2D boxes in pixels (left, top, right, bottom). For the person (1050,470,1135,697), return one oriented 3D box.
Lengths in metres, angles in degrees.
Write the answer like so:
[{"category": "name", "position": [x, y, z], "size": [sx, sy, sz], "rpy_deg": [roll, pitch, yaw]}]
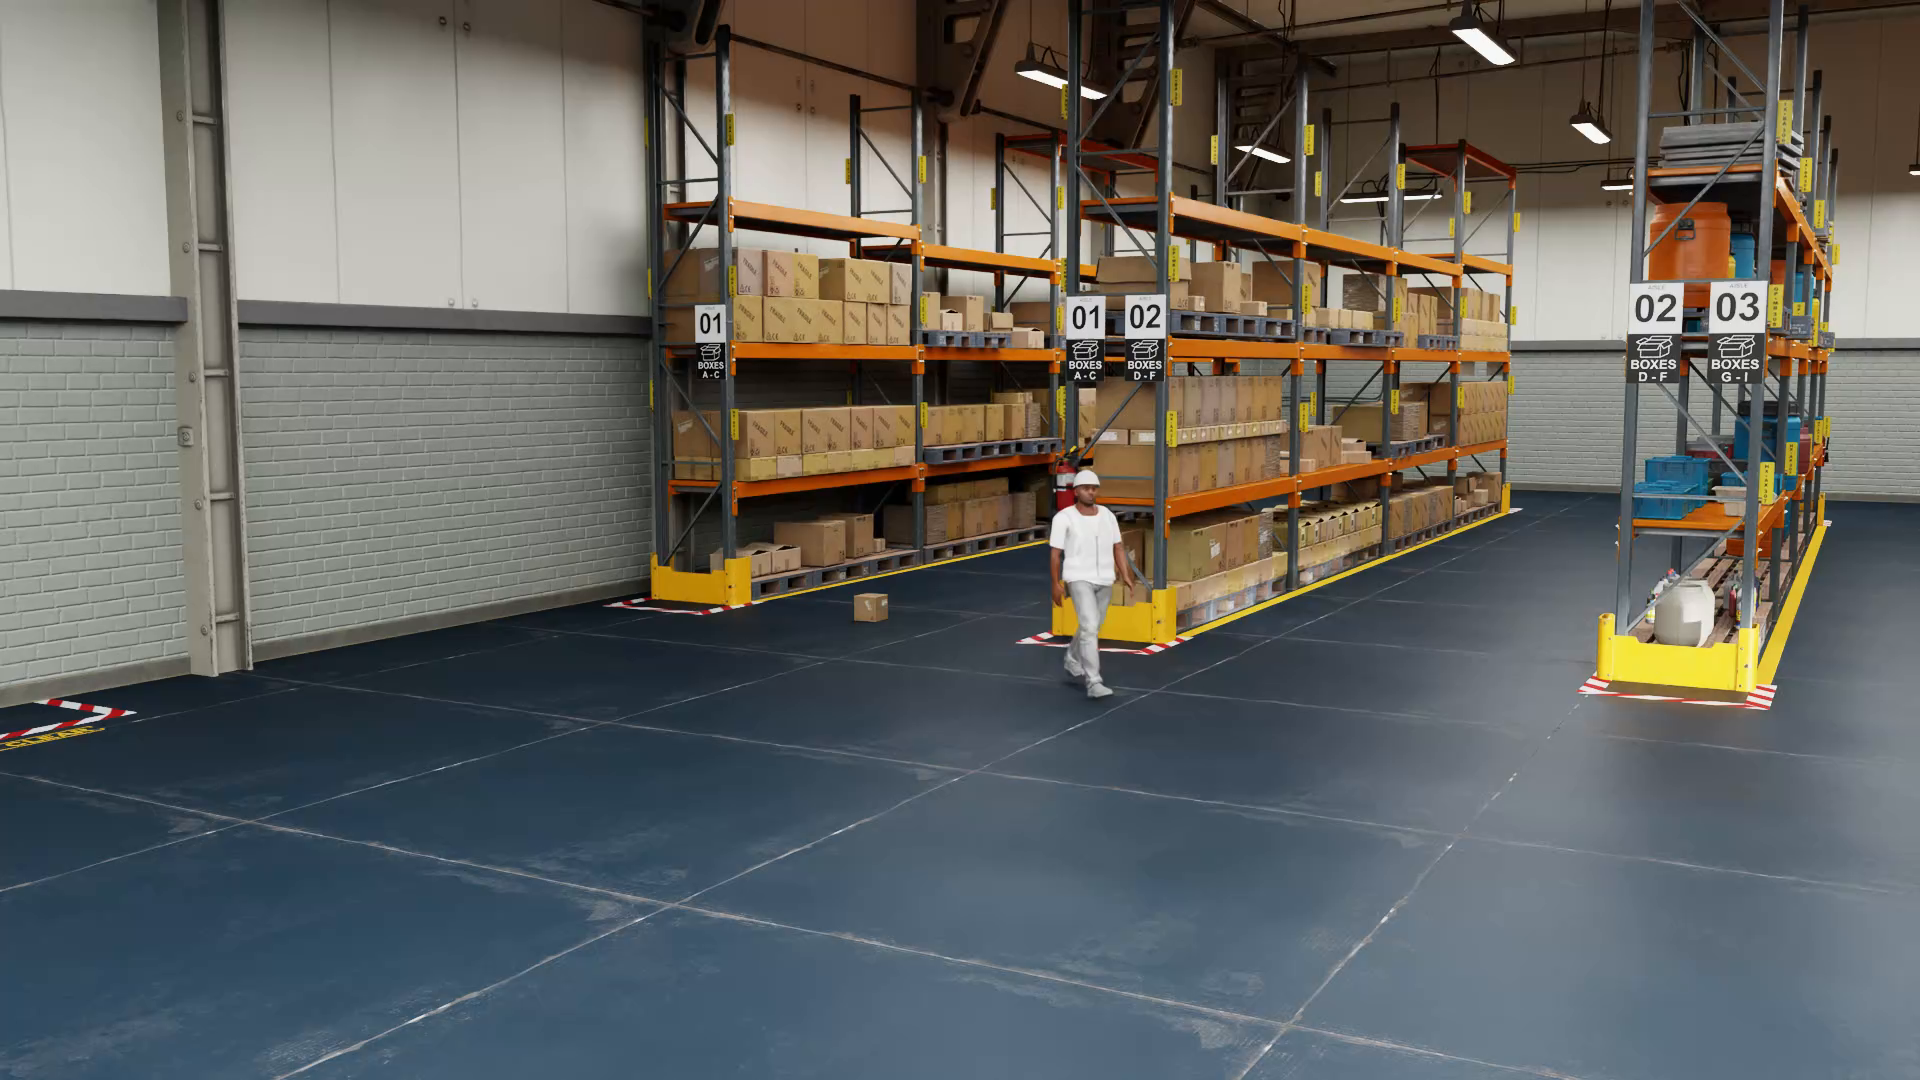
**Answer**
[{"category": "person", "position": [1.031, 0.321, 12.962], "size": [0.577, 1.728, 1.002], "rpy_deg": [-3, 7, -25]}]
